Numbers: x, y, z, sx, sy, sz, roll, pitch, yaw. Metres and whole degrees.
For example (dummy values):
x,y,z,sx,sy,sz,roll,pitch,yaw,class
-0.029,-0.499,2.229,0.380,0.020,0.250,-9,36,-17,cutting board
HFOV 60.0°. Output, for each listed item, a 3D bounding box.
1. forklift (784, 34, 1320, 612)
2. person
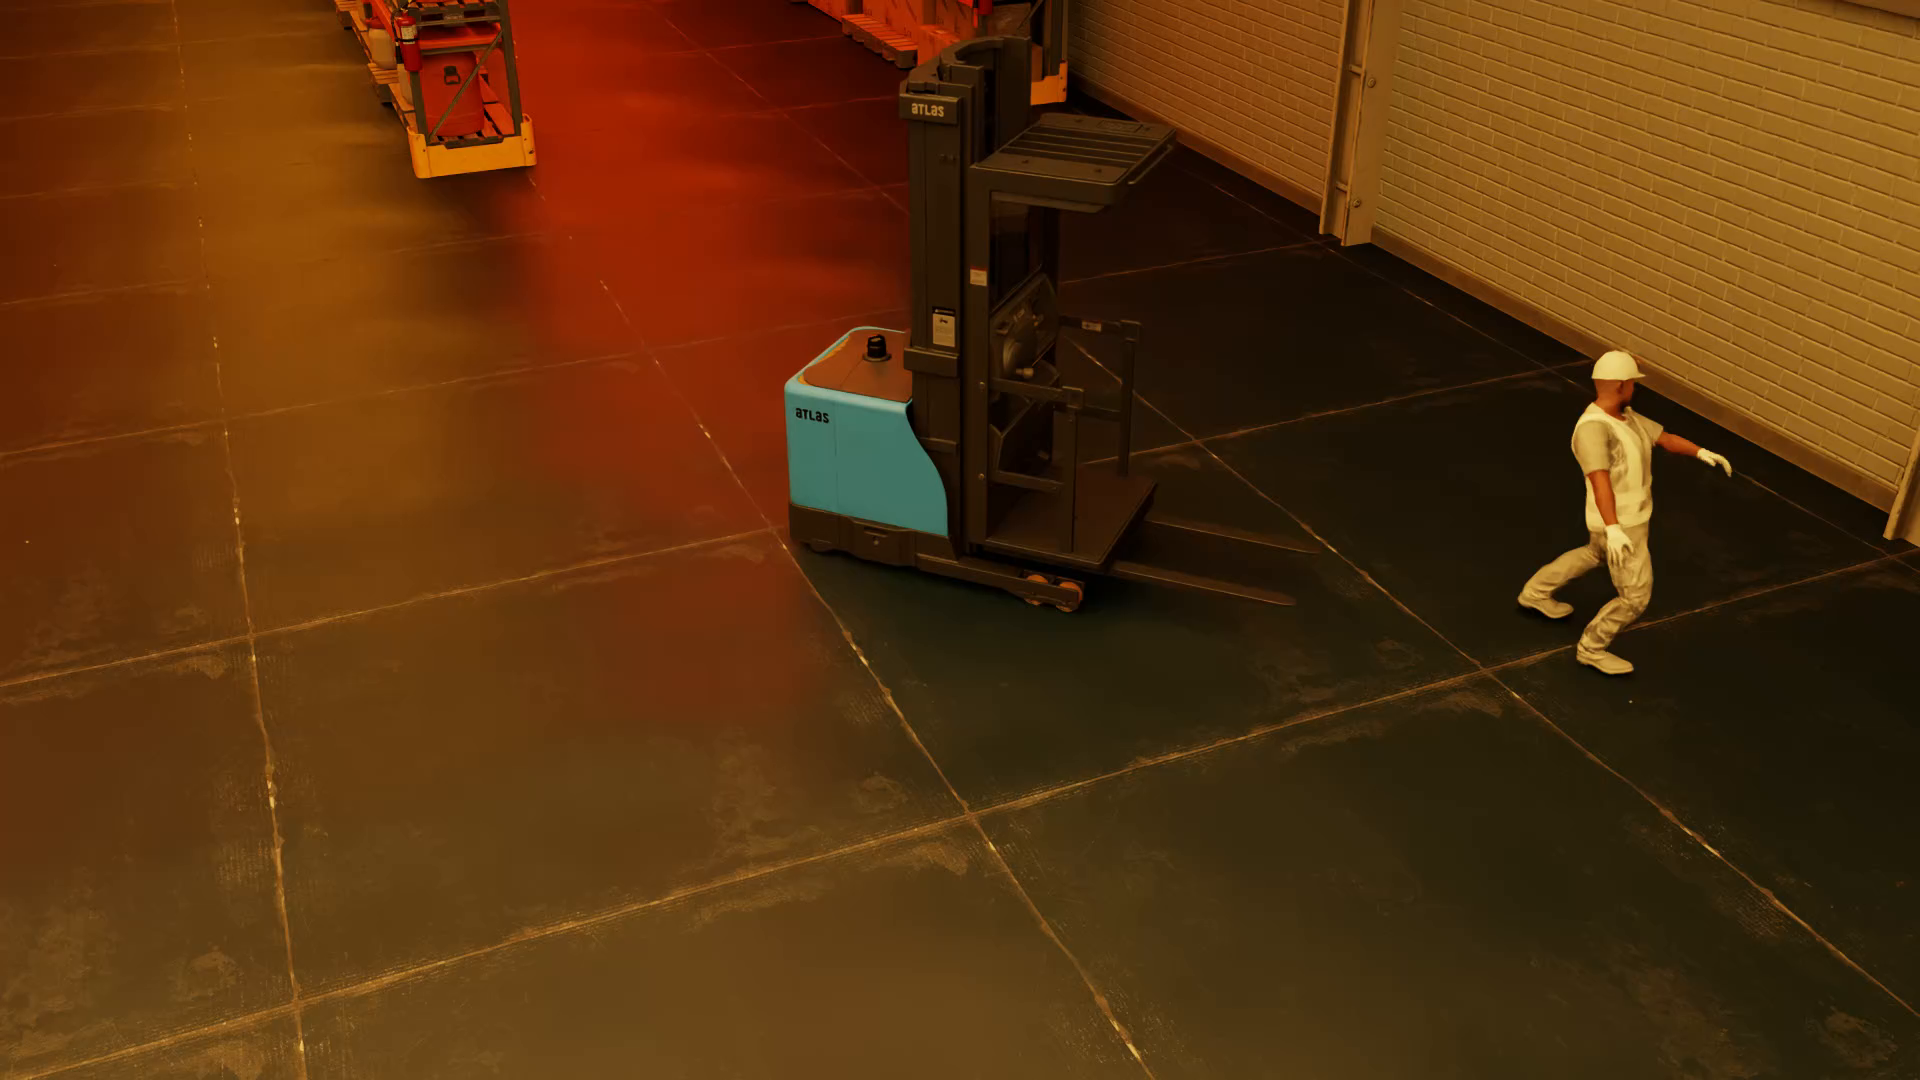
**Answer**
x,y,z,sx,sy,sz,roll,pitch,yaw,class
0.543,-1.169,9.164,3.031,2.935,1.130,12,32,20,forklift
3.437,-0.094,8.578,0.879,1.634,0.853,10,31,17,person
